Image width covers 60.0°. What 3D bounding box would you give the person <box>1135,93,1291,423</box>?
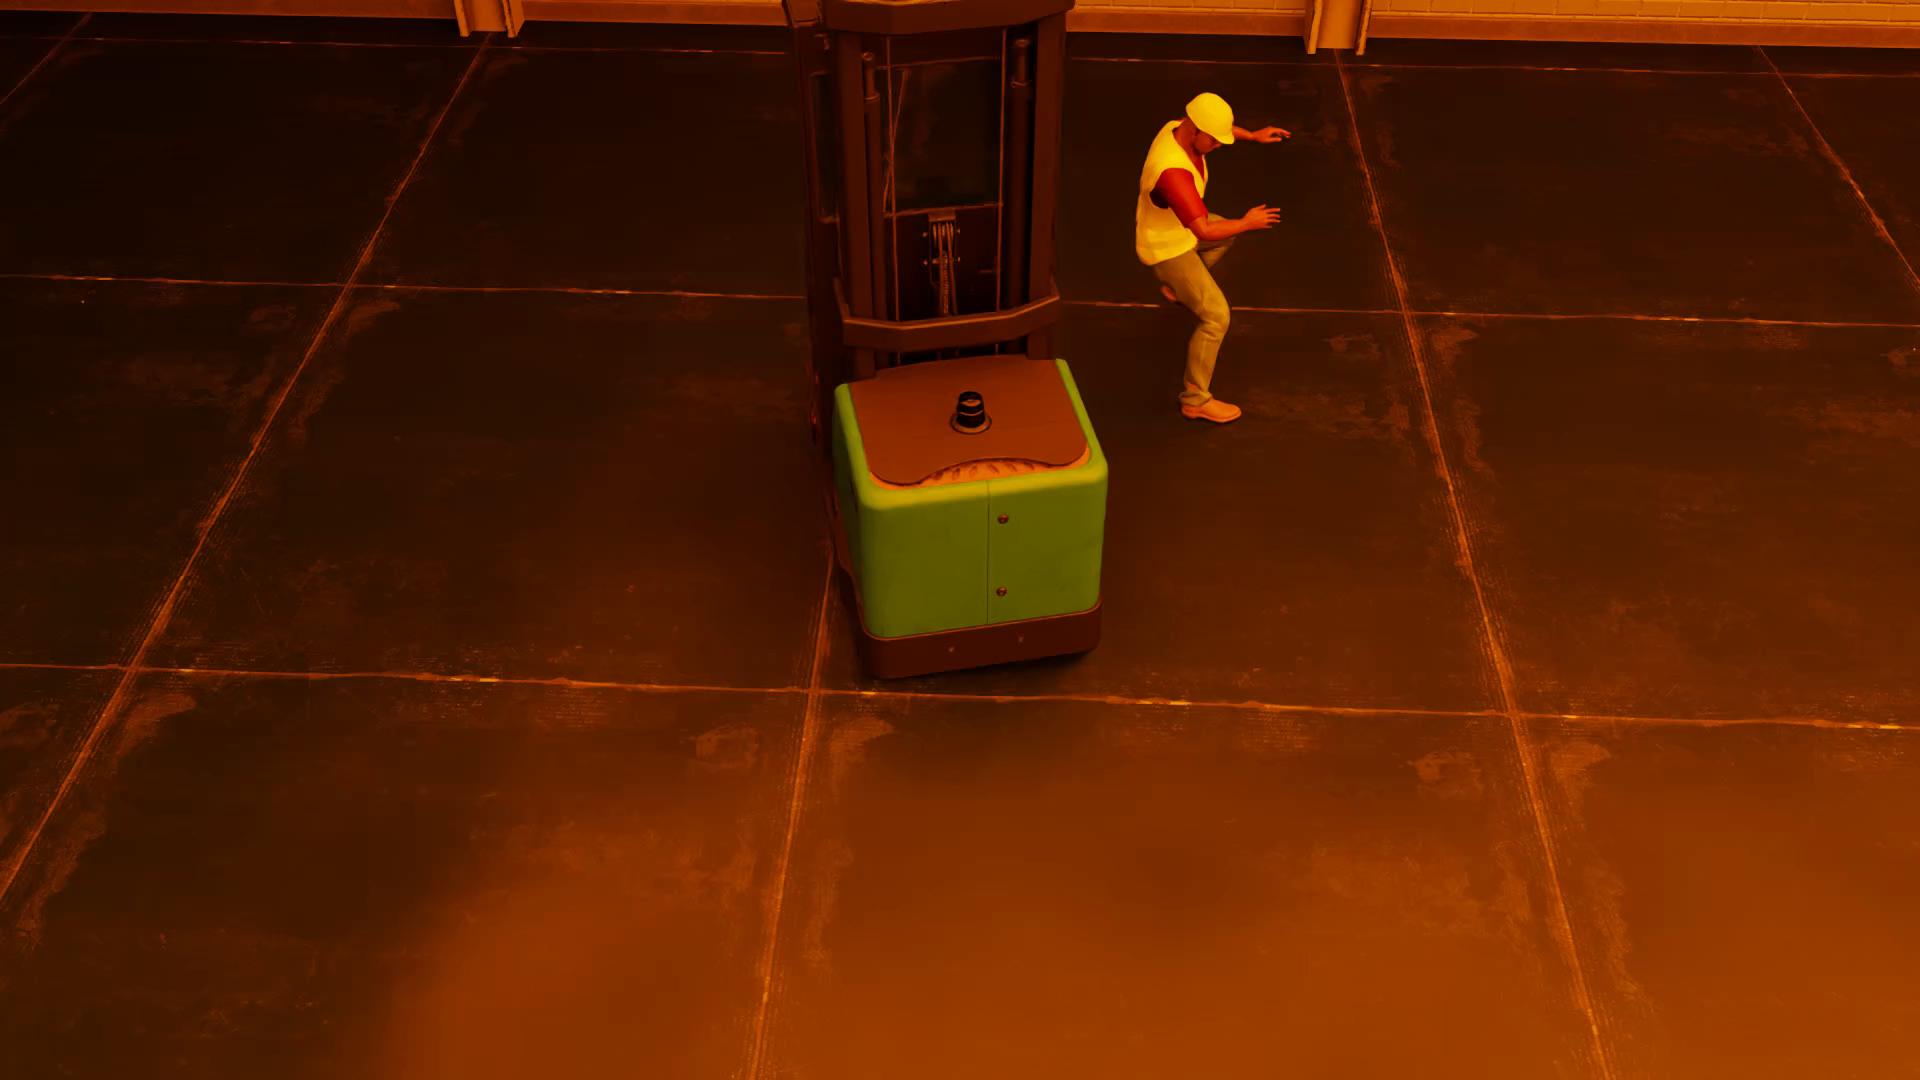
[{"bbox_3d":[1.257,-1.569,8.489,0.720,1.539,1.129,9,43,10],"label":"person"}]

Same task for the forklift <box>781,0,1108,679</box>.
[{"bbox_3d":[-0.169,-1.488,7.372,1.130,2.935,3.031,-7,43,-8],"label":"forklift"}]
